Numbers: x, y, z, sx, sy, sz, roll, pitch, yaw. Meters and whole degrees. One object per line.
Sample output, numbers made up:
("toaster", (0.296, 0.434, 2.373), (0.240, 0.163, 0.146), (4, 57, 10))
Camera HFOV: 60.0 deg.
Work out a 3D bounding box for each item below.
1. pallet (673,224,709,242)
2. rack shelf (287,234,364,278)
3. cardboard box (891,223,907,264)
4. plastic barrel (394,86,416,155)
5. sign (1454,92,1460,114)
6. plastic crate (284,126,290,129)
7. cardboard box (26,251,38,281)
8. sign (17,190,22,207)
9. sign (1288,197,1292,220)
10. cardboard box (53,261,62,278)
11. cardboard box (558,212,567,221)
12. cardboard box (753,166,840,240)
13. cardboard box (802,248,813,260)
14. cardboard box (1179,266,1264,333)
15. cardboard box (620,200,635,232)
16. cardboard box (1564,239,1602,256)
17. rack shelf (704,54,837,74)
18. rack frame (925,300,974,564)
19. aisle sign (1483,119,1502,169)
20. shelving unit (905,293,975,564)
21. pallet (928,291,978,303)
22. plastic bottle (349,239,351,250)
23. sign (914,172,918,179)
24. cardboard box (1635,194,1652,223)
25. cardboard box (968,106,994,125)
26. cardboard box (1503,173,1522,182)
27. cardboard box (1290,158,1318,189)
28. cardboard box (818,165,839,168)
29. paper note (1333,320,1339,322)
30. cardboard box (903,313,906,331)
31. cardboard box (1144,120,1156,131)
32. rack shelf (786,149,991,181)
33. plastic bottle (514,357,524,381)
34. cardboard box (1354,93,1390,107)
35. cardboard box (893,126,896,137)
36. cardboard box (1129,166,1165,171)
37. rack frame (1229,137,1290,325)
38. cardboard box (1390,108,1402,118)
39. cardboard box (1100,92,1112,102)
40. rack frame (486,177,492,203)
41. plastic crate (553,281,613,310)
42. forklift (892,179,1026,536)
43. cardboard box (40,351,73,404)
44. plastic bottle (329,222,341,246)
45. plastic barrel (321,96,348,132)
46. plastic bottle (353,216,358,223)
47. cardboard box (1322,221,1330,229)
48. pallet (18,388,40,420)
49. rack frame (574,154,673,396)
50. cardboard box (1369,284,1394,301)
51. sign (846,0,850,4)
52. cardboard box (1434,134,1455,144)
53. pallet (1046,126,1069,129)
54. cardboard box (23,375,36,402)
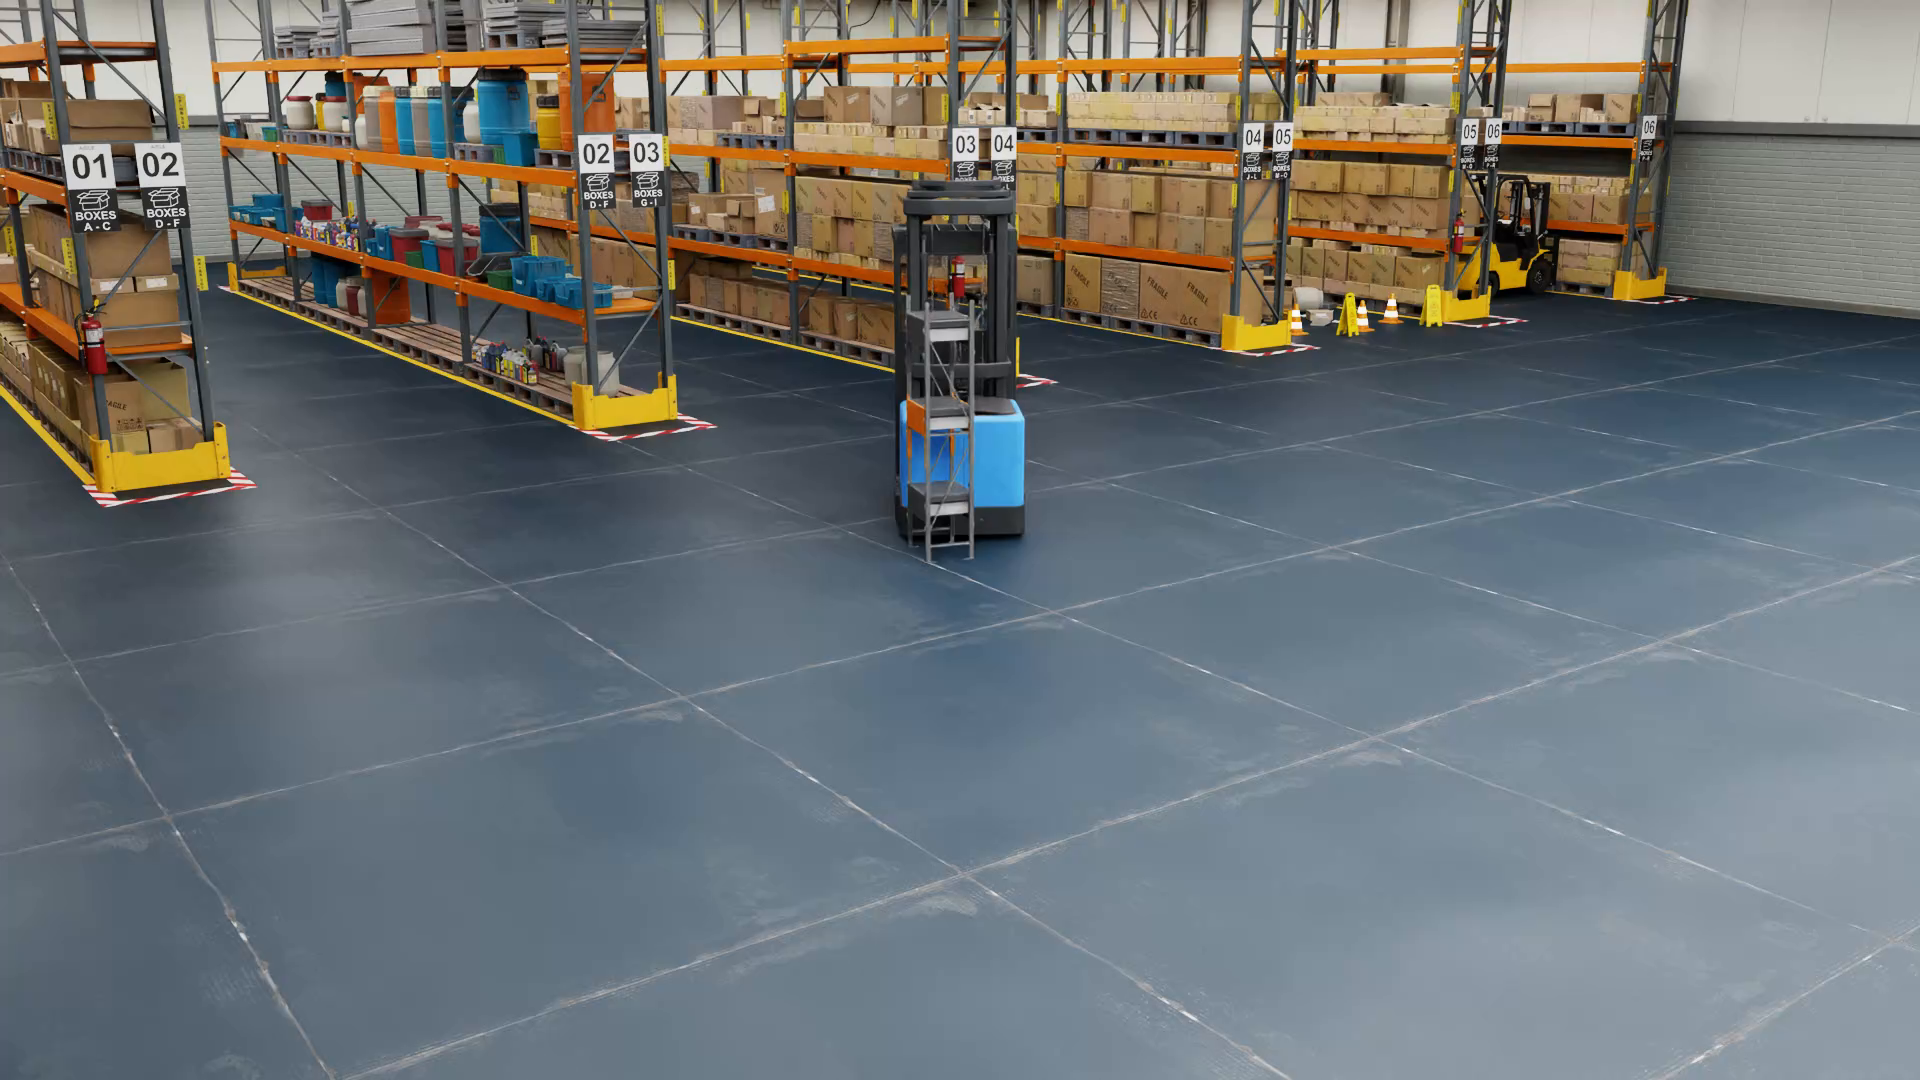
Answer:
("pallet", (-3.921, -5.035, 27.155), (1.213, 0.211, 1.003), (-11, 19, -35))
("rack shelf", (-9.608, -4.575, 26.471), (1.077, 0.370, 4.000), (-11, 19, -35))
("cardboard box", (-0.414, -3.957, 22.098), (0.875, 0.500, 0.500), (-11, 19, -35))
("plastic barrel", (-7.324, -5.683, 22.527), (0.600, 0.901, 0.708), (-11, 19, -35))
("sign", (7.833, -6.885, 26.191), (0.100, 0.325, 0.005), (-11, 19, -35))
("plastic crate", (-12.325, -7.381, 30.082), (0.450, 0.188, 0.336), (-11, 19, -35))
("cardboard box", (-10.837, -3.200, 19.895), (0.500, 0.500, 0.500), (-9, 18, -31))
("sign", (-14.346, -5.226, 25.295), (0.100, 0.325, 0.005), (-11, 19, -35))
("sign", (4.802, -4.844, 24.303), (0.100, 0.325, 0.005), (-11, 19, -35))
("cardboard box", (-9.174, -2.816, 17.264), (0.380, 0.149, 0.250), (-11, 19, -35))
("cardboard box", (-7.222, -6.011, 30.831), (0.380, 0.149, 0.250), (-11, 19, -34))
("cardboard box", (-2.428, -5.093, 25.069), (1.000, 1.000, 1.000), (-11, 19, -34))
("cardboard box", (-2.055, -4.140, 23.997), (0.380, 0.149, 0.250), (-11, 19, -35))
("cardboard box", (3.897, -3.616, 24.834), (0.875, 0.875, 0.875), (-11, 19, -34))
("cardboard box", (-5.513, -5.596, 28.652), (0.500, 0.500, 0.500), (-12, 19, -36))
("cardboard box", (11.479, -5.381, 30.574), (0.500, 0.250, 0.500), (-10, 18, -34))
("rack shelf", (-3.882, -9.838, 34.343), (1.077, 0.370, 4.000), (-11, 19, -35))
("rack frame", (-0.081, -0.837, 13.155), (0.400, 2.100, 0.015), (-5, 16, -18))
("aisle sign", (8.581, -6.382, 26.788), (0.394, 0.787, 0.004), (-11, 19, -35))
("shelving unit", (-0.161, -0.898, 13.378), (0.431, 2.100, 0.503), (-5, 16, -18))
("pallet", (0.048, -4.487, 30.069), (1.003, 0.211, 1.213), (-11, 19, -35))
("plastic bottle", (-9.204, -4.496, 25.196), (0.097, 0.201, 0.097), (0, 15, 0))
("sign", (-0.788, -6.446, 29.901), (0.100, 0.325, 0.005), (-11, 19, -35))
("cardboard box", (12.240, -6.062, 30.352), (0.500, 0.500, 0.500), (-10, 18, -33))
("cardboard box", (0.490, -7.261, 28.425), (0.500, 0.311, 0.500), (-11, 19, -36))
("cardboard box", (10.529, -6.892, 31.594), (0.380, 0.149, 0.250), (-11, 19, -35))
("cardboard box", (6.025, -6.494, 29.474), (0.700, 0.500, 0.500), (-11, 19, -35))
("cardboard box", (-2.775, -7.674, 33.785), (0.500, 0.500, 0.500), (-10, 18, -33))
("paper note", (6.128, -3.554, 27.004), (0.142, 0.019, 0.148), (10, 18, 33))
("cardboard box", (-0.455, -2.810, 22.602), (0.500, 0.500, 0.500), (-6, 16, -20))
("cardboard box", (2.983, -6.224, 24.943), (0.380, 0.149, 0.250), (-11, 19, -34))
("rack shelf", (-0.898, -5.082, 22.643), (1.077, 0.370, 4.000), (-11, 19, -35))
("plastic bottle", (-5.371, -2.097, 20.381), (0.152, 0.276, 0.135), (-11, 19, -36))
("cardboard box", (8.430, -8.909, 34.088), (0.500, 0.500, 0.500), (-10, 18, -33))
("cardboard box", (-0.657, -5.370, 21.861), (0.380, 0.149, 0.250), (-11, 19, -34))
("cardboard box", (3.667, -7.064, 32.655), (0.500, 0.500, 0.500), (-12, 19, -36))
("rack frame", (4.349, -4.303, 24.117), (1.000, 3.000, 0.127), (-11, 19, -35))
("cardboard box", (7.325, -7.058, 27.466), (0.380, 0.149, 0.250), (-11, 19, -35))
("cardboard box", (2.385, -6.826, 25.631), (0.380, 0.149, 0.250), (-11, 19, -35))
("rack frame", (-9.130, -6.972, 33.866), (1.000, 3.000, 0.127), (-11, 19, -35))
("plastic crate", (-4.265, -2.775, 18.815), (0.499, 0.251, 0.616), (-11, 19, -35))
("forklift", (-0.056, -1.784, 15.044), (1.130, 2.935, 3.031), (-1, 15, -3))
("cardboard box", (-9.482, -1.749, 17.778), (0.500, 0.500, 0.500), (-11, 19, -35))
("plastic bottle", (-9.747, -4.776, 25.936), (0.144, 0.351, 0.185), (-11, 19, -35))
("plastic barrel", (-9.597, -6.565, 25.644), (0.433, 0.535, 0.433), (0, 15, 0))
("plastic bottle", (-9.870, -5.140, 27.267), (0.144, 0.351, 0.185), (-11, 19, -35))
("cardboard box", (6.538, -5.501, 28.969), (0.380, 0.149, 0.250), (-11, 19, -35))
("pallet", (-10.554, -1.679, 19.810), (1.003, 0.211, 1.213), (-11, 19, -35))
("rack frame", (-3.729, -2.786, 18.574), (1.000, 3.000, 0.127), (-11, 19, -35))
("cardboard box", (7.303, -4.212, 28.198), (0.500, 0.250, 0.500), (-11, 19, -34))
("sign", (-1.624, -7.872, 23.872), (0.100, 0.325, 0.005), (-11, 19, -35))
("cardboard box", (7.858, -6.452, 26.760), (0.380, 0.149, 0.250), (-11, 19, -34))
("pallet", (2.509, -8.525, 34.217), (1.003, 0.211, 1.213), (-10, 18, -32))
("cardboard box", (-10.568, -1.792, 19.356), (0.500, 0.250, 0.500), (-11, 19, -35))
